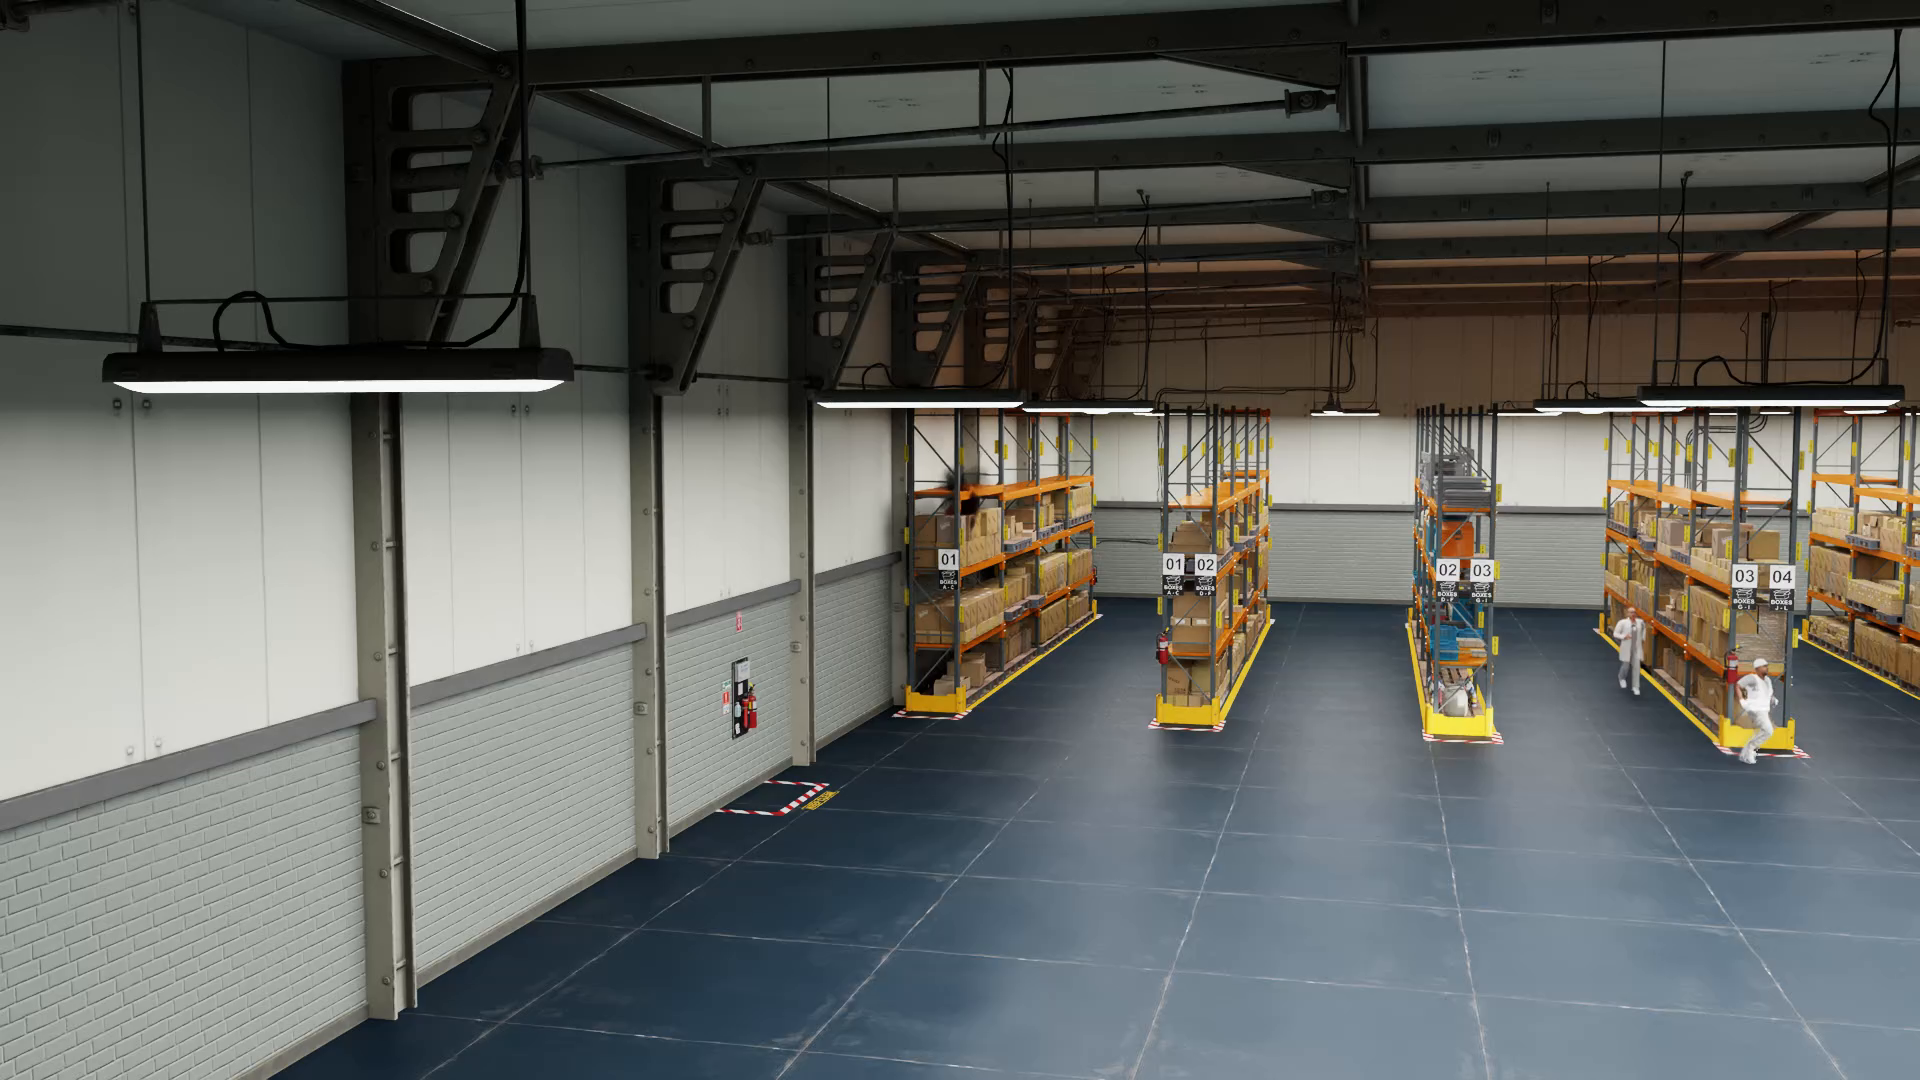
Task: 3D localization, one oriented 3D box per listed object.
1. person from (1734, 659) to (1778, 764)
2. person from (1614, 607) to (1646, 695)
[{"bbox_3d":[13.274,2.840,27.615,0.696,1.735,0.599,-4,5,-41],"label":"person"},{"bbox_3d":[13.973,2.280,34.626,0.711,1.763,1.082,0,4,6],"label":"person"}]
